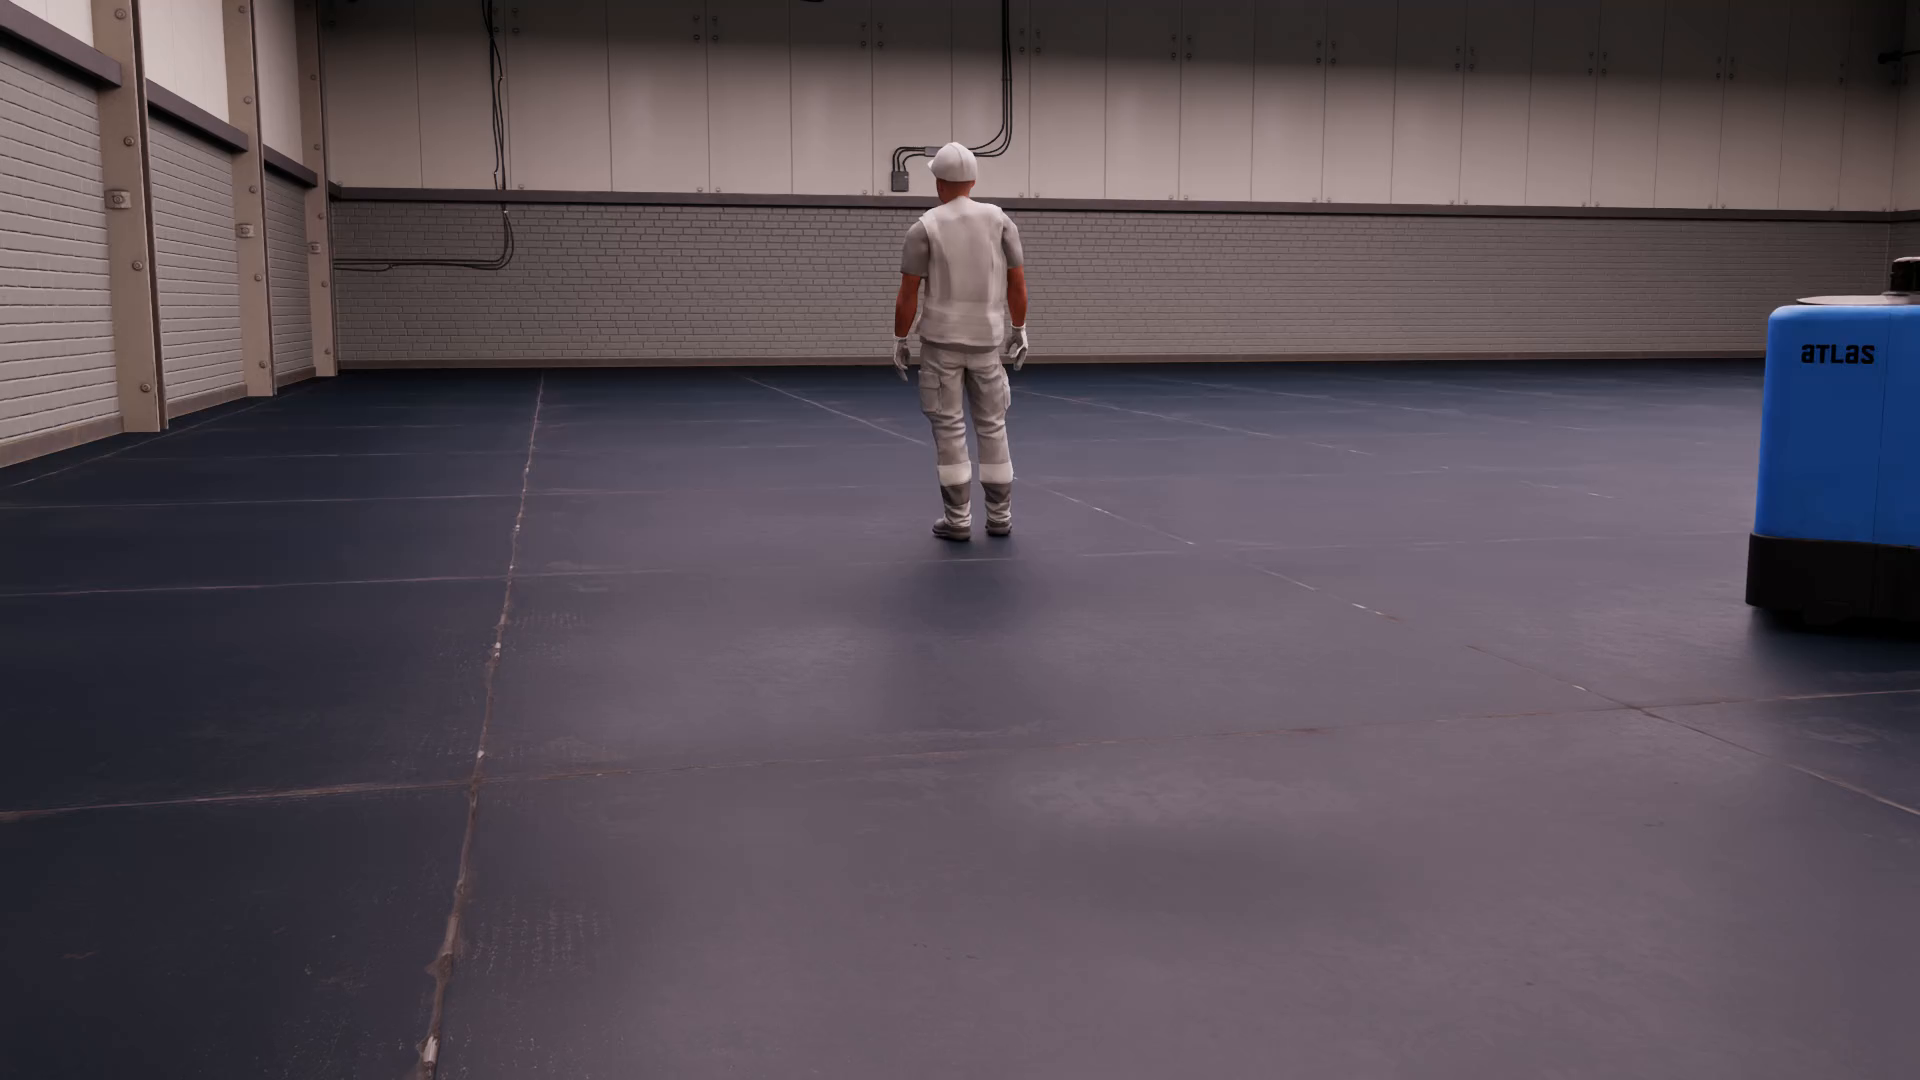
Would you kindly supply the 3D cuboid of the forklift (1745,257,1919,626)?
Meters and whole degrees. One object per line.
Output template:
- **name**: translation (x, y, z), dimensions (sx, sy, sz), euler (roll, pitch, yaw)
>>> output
- **forklift**: translation (4.196, -1.110, 5.067), dimensions (3.031, 2.935, 1.130), euler (5, 9, 31)

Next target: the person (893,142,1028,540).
- **person**: translation (-0.007, -0.905, 7.662), dimensions (0.637, 1.787, 0.564), euler (-2, 8, -13)
